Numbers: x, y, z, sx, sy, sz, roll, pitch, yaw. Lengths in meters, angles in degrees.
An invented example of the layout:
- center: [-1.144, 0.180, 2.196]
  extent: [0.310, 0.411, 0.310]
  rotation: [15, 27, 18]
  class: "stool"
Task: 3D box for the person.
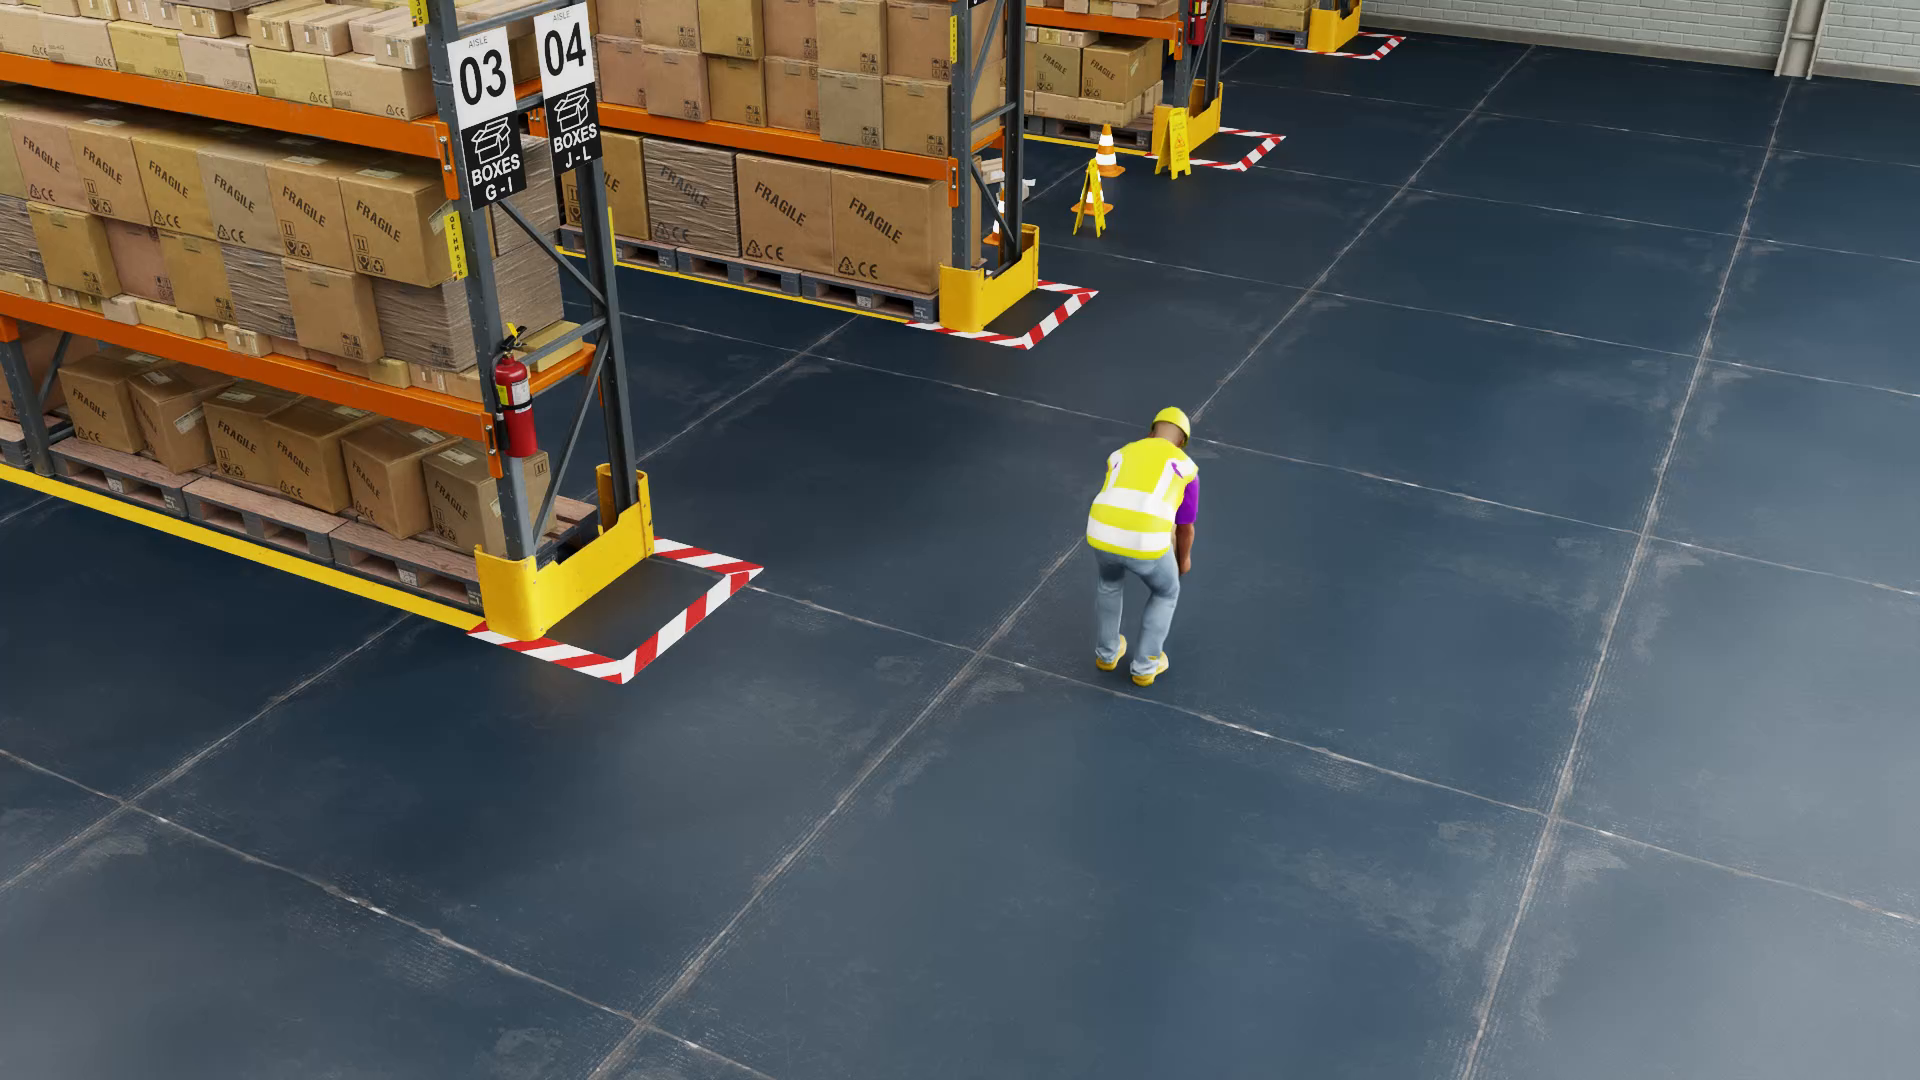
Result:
- center: [0.959, 0.027, 8.703]
  extent: [0.494, 1.283, 0.932]
  rotation: [13, 32, 21]
  class: "person"
